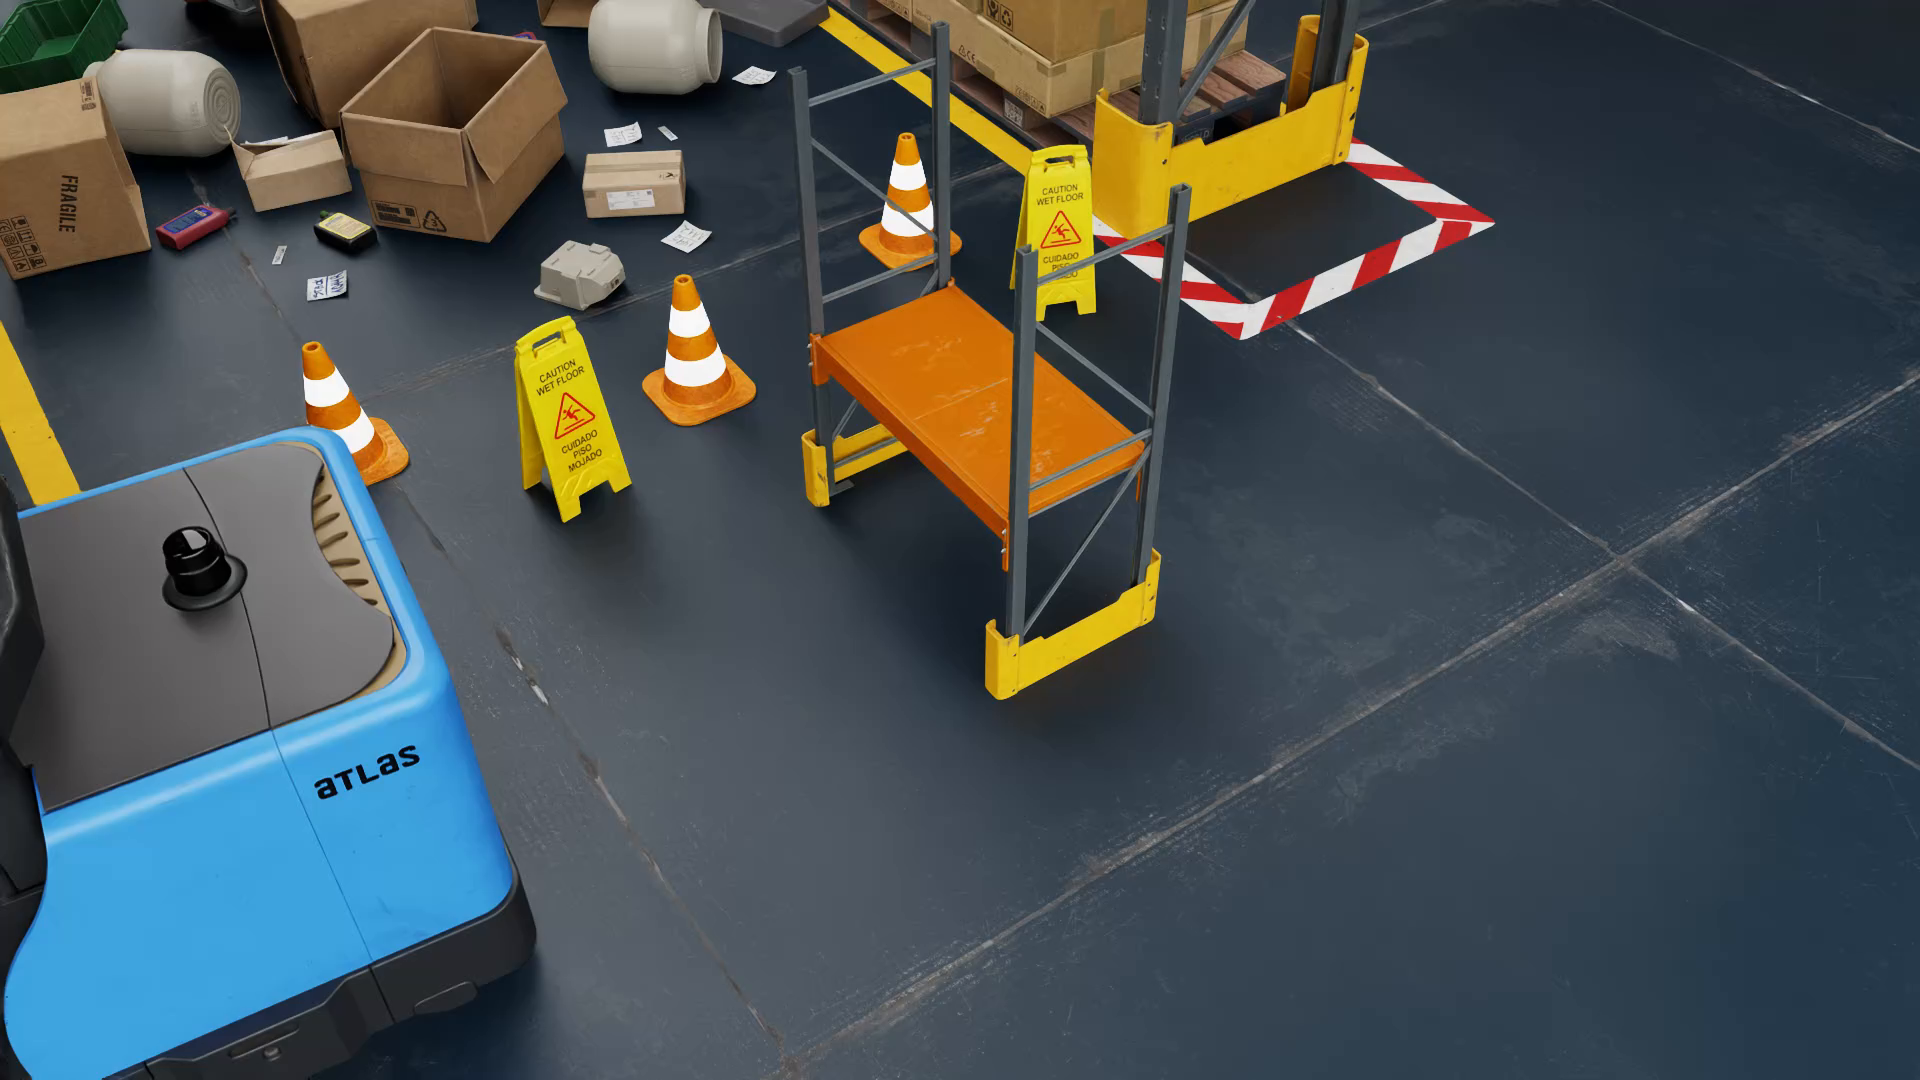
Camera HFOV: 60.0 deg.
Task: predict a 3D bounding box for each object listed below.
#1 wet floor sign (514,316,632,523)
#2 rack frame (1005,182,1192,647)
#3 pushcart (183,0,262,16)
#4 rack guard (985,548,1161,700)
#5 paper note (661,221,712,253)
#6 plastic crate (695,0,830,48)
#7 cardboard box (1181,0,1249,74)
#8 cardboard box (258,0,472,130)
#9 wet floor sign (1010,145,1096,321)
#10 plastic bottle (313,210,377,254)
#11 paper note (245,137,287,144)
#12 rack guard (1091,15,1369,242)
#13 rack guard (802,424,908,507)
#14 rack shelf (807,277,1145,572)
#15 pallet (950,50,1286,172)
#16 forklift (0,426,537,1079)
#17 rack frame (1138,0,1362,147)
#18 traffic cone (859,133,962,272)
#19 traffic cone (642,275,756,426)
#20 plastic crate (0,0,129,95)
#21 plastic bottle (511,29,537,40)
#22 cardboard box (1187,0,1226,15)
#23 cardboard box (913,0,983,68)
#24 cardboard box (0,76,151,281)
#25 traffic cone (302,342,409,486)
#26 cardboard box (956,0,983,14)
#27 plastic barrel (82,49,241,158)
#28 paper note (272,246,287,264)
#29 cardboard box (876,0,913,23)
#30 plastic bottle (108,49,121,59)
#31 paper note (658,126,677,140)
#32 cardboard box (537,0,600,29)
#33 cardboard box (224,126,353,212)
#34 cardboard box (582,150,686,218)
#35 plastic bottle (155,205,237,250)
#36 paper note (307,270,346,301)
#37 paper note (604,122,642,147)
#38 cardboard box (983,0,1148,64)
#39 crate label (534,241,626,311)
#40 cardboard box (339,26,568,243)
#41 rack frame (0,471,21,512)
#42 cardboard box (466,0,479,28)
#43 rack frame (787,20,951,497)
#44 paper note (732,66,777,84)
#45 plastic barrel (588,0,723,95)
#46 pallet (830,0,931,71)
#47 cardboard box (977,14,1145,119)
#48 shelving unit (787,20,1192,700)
[{"bbox_3d":[-1.250,-0.408,5.211,0.267,0.644,0.232,-35,53,-31],"label":"wet floor sign"},{"bbox_3d":[0.340,-0.206,4.380,0.500,1.500,0.032,-26,49,-24],"label":"rack frame"},{"bbox_3d":[-3.019,-2.895,8.009,0.936,0.377,1.648,26,49,25],"label":"pushcart"},{"bbox_3d":[0.329,0.235,4.823,0.587,0.250,0.087,-26,49,-24],"label":"rack guard"},{"bbox_3d":[-1.062,-1.182,6.466,0.142,0.019,0.148,26,49,25],"label":"paper note"},{"bbox_3d":[-0.951,-2.503,7.814,0.583,0.080,0.402,26,49,25],"label":"plastic crate"},{"bbox_3d":[0.877,-2.230,7.101,0.500,0.250,0.500,-26,49,-25],"label":"cardboard box"},{"bbox_3d":[-2.512,-2.174,7.065,0.797,0.637,0.503,-26,49,-24],"label":"cardboard box"},{"bbox_3d":[0.342,-1.125,5.961,0.267,0.644,0.232,-10,45,-11],"label":"wet floor sign"},{"bbox_3d":[-2.413,-1.206,6.469,0.283,0.061,0.133,26,49,25],"label":"plastic bottle"},{"bbox_3d":[-2.901,-1.637,6.948,0.172,0.023,0.155,-10,45,-11],"label":"paper note"},{"bbox_3d":[1.068,-1.646,6.612,1.175,0.500,0.348,-26,49,-24],"label":"rack guard"},{"bbox_3d":[-0.241,-0.329,5.414,0.587,0.250,0.087,-26,49,-24],"label":"rack guard"},{"bbox_3d":[0.049,-0.364,4.806,0.538,0.185,1.000,-26,49,-24],"label":"rack shelf"},{"bbox_3d":[0.632,-2.015,7.208,1.003,0.211,1.213,-26,49,-24],"label":"pallet"},{"bbox_3d":[-2.587,0.207,2.910,3.031,2.935,1.130,-21,48,-21],"label":"forklift"},{"bbox_3d":[1.111,-2.507,5.704,1.000,3.000,0.127,-26,49,-24],"label":"rack frame"},{"bbox_3d":[-0.193,-1.323,6.301,0.336,0.463,0.334,-26,49,-24],"label":"traffic cone"},{"bbox_3d":[-0.909,-0.692,5.640,0.336,0.463,0.334,-26,49,-24],"label":"traffic cone"},{"bbox_3d":[-4.005,-2.182,7.359,0.450,0.188,0.662,-11,44,3],"label":"plastic crate"},{"bbox_3d":[-1.977,-2.238,7.550,0.133,0.061,0.283,-18,46,-18],"label":"plastic bottle"},{"bbox_3d":[0.863,-2.515,6.856,0.500,0.500,0.500,-27,50,-26],"label":"cardboard box"},{"bbox_3d":[0.138,-2.312,7.187,0.500,0.250,0.500,-26,49,-24],"label":"cardboard box"},{"bbox_3d":[-3.449,-1.383,6.334,0.500,0.500,0.500,-18,46,-18],"label":"cardboard box"},{"bbox_3d":[-2.030,-0.438,5.374,0.336,0.463,0.334,-26,49,-24],"label":"traffic cone"},{"bbox_3d":[0.138,-2.580,6.925,0.500,0.500,0.500,-24,49,-23],"label":"cardboard box"},{"bbox_3d":[-3.272,-1.791,6.820,0.512,0.421,0.421,4,44,4],"label":"plastic barrel"},{"bbox_3d":[-2.615,-1.096,6.390,0.032,0.001,0.123,-3,44,-4],"label":"paper note"},{"bbox_3d":[-0.166,-2.606,7.495,0.500,0.250,0.500,-27,50,-26],"label":"cardboard box"},{"bbox_3d":[-3.783,-2.137,7.444,0.283,0.061,0.133,18,47,18],"label":"plastic bottle"},{"bbox_3d":[-1.239,-1.725,7.049,0.032,0.001,0.123,-26,49,-24],"label":"paper note"},{"bbox_3d":[-1.680,-2.725,7.740,0.500,0.500,0.500,4,44,4],"label":"cardboard box"},{"bbox_3d":[-2.685,-1.525,6.655,0.396,0.266,0.258,-18,46,-18],"label":"cardboard box"},{"bbox_3d":[-1.295,-1.420,6.629,0.380,0.149,0.250,-3,44,-4],"label":"cardboard box"},{"bbox_3d":[-2.982,-1.239,6.504,0.133,0.061,0.283,26,49,25],"label":"plastic bottle"},{"bbox_3d":[-2.372,-0.955,6.229,0.144,0.017,0.142,-10,45,-11],"label":"paper note"},{"bbox_3d":[-1.425,-1.718,7.036,0.148,0.019,0.142,-10,45,-11],"label":"paper note"},{"bbox_3d":[0.439,-2.286,6.617,0.500,0.500,0.500,-25,49,-24],"label":"cardboard box"},{"bbox_3d":[-1.409,-0.995,6.193,0.298,0.136,0.250,18,47,18],"label":"crate label"},{"bbox_3d":[-1.970,-1.599,6.560,0.637,0.503,0.797,11,45,11],"label":"cardboard box"},{"bbox_3d":[-2.891,-0.494,3.595,1.000,3.000,0.127,-26,49,-24],"label":"rack frame"},{"bbox_3d":[-2.471,-2.474,7.649,0.396,0.266,0.258,11,45,11],"label":"cardboard box"},{"bbox_3d":[-0.242,-0.782,4.983,0.500,1.500,0.032,-26,49,-24],"label":"rack frame"},{"bbox_3d":[-0.912,-2.067,7.393,0.148,0.019,0.142,26,49,25],"label":"paper note"},{"bbox_3d":[-1.312,-2.147,7.192,0.512,0.421,0.421,4,44,4],"label":"plastic barrel"},{"bbox_3d":[-0.062,-2.706,7.931,1.003,0.211,1.213,-26,49,-24],"label":"pallet"},{"bbox_3d":[0.414,-2.029,6.891,0.500,0.250,0.500,-26,49,-25],"label":"cardboard box"},{"bbox_3d":[0.044,-0.499,4.687,0.587,1.500,1.083,-26,49,-24],"label":"shelving unit"}]
